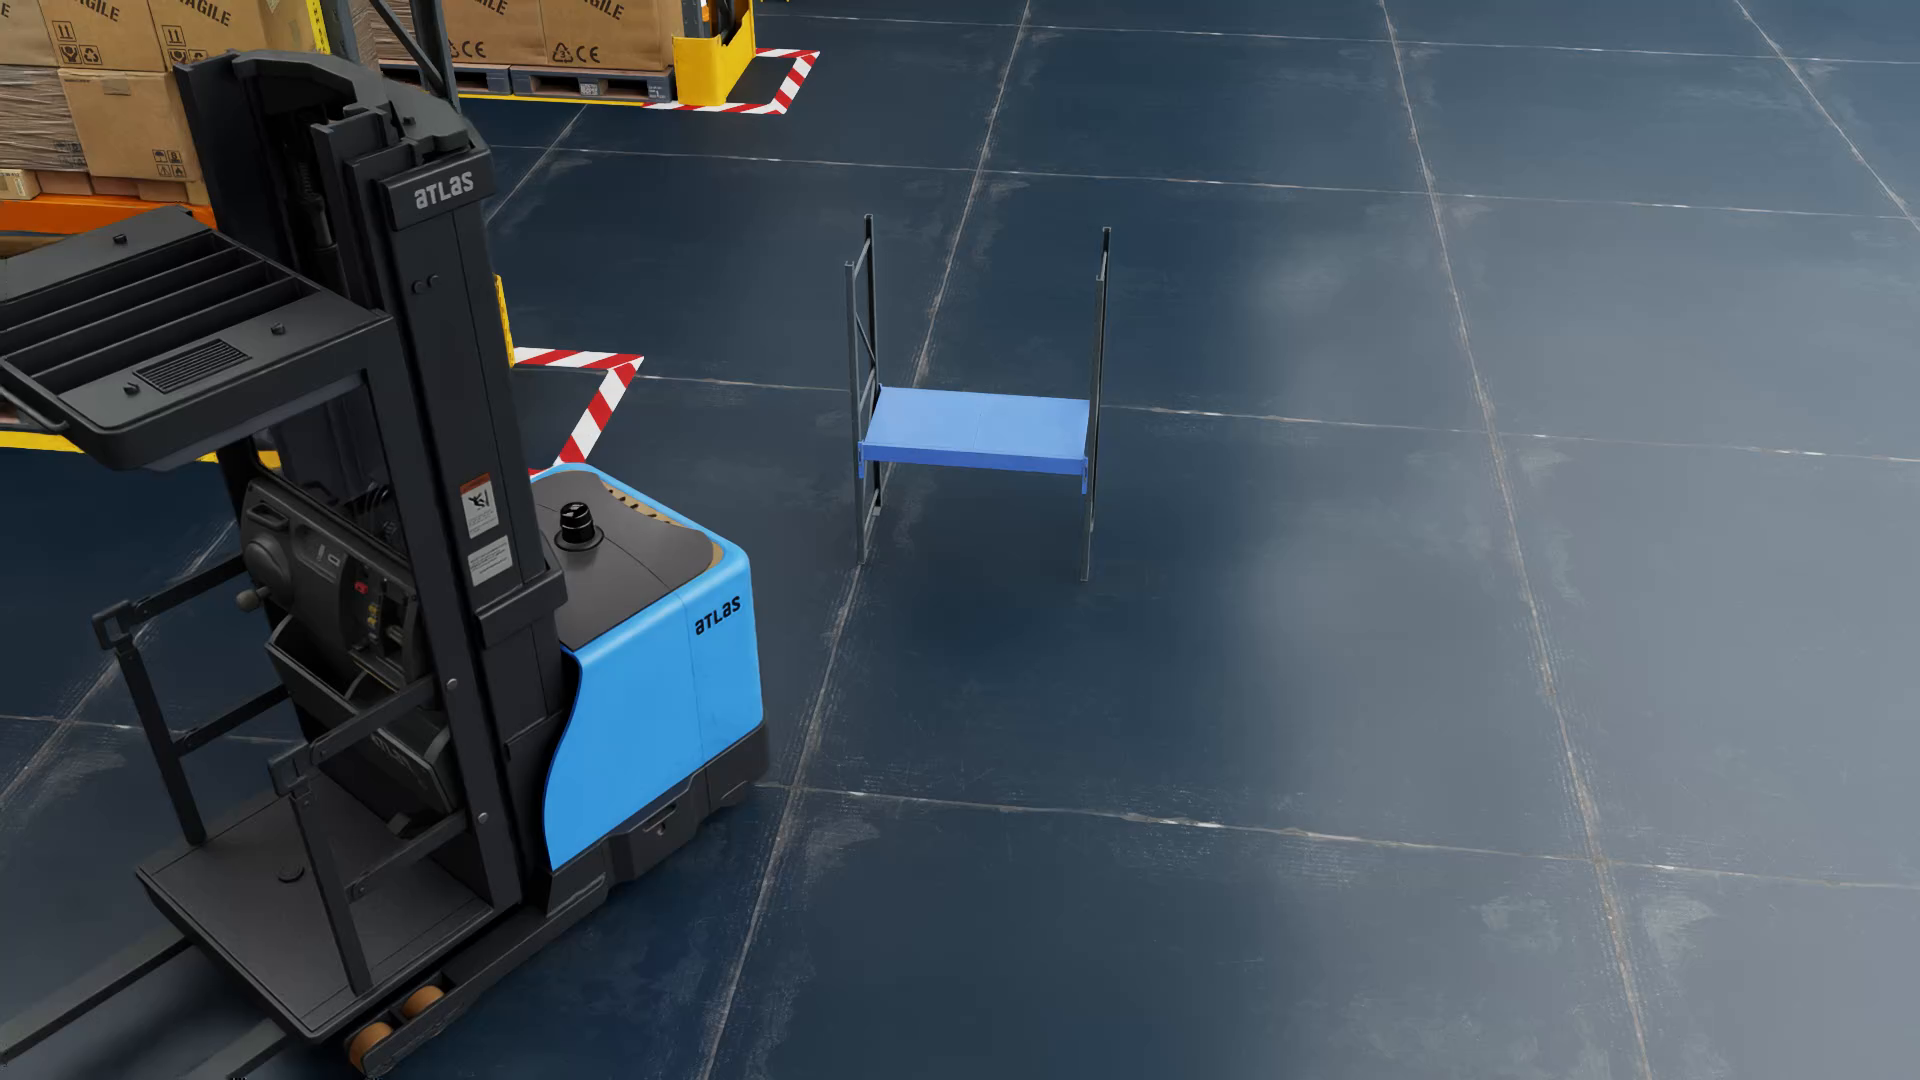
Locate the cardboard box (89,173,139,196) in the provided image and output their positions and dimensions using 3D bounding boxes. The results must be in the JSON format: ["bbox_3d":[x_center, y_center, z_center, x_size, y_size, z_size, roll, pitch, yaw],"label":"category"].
[{"bbox_3d":[-3.900,-1.777,7.873,0.250,0.149,0.380,4,36,6],"label":"cardboard box"}]

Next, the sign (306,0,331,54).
[{"bbox_3d":[-2.691,-2.181,6.955,0.005,0.325,0.100,4,36,6],"label":"sign"}]

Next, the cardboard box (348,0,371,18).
[{"bbox_3d":[-3.111,-2.666,7.700,0.500,0.500,0.500,4,36,6],"label":"cardboard box"}]

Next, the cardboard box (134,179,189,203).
[{"bbox_3d":[-3.658,-1.734,7.814,0.250,0.149,0.380,4,36,6],"label":"cardboard box"}]

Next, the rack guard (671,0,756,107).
[{"bbox_3d":[-1.844,-3.730,12.547,0.348,0.500,1.175,4,36,6],"label":"rack guard"}]

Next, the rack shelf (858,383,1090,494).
[{"bbox_3d":[0.085,-0.458,7.410,1.000,0.185,0.538,4,36,6],"label":"rack shelf"}]

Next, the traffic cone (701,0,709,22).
[{"bbox_3d":[-2.214,-4.575,13.761,0.334,0.463,0.336,4,36,6],"label":"traffic cone"}]

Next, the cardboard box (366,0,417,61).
[{"bbox_3d":[-4.326,-4.200,12.521,0.875,0.875,0.875,5,36,6],"label":"cardboard box"}]

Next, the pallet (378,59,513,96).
[{"bbox_3d":[-3.878,-3.720,12.781,1.213,0.211,1.003,4,36,6],"label":"pallet"}]

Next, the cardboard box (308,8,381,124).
[{"bbox_3d":[-3.142,-2.118,7.793,0.500,0.500,0.875,4,36,6],"label":"cardboard box"}]

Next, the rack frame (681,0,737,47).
[{"bbox_3d":[-1.868,-4.750,11.823,0.127,3.000,1.000,4,36,6],"label":"rack frame"}]

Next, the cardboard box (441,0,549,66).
[{"bbox_3d":[-3.422,-4.132,12.425,0.875,0.875,0.875,4,36,5],"label":"cardboard box"}]

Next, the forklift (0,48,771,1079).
[{"bbox_3d":[-2.065,0.193,4.956,1.130,2.935,3.031,26,43,32],"label":"forklift"}]

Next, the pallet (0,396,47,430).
[{"bbox_3d":[-4.684,-0.942,8.888,1.213,0.211,1.003,4,36,6],"label":"pallet"}]

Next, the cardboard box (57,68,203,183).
[{"bbox_3d":[-3.654,-2.085,7.748,0.500,0.500,0.875,4,36,6],"label":"cardboard box"}]

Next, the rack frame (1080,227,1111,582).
[{"bbox_3d":[0.589,-0.567,7.253,0.032,1.500,0.500,4,36,6],"label":"rack frame"}]

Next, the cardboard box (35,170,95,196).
[{"bbox_3d":[-4.151,-1.782,7.881,0.250,0.149,0.380,4,36,6],"label":"cardboard box"}]

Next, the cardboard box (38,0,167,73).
[{"bbox_3d":[-3.674,-2.400,7.328,0.500,0.500,0.500,4,36,6],"label":"cardboard box"}]

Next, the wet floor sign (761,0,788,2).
[{"bbox_3d":[-1.587,-4.930,14.102,0.232,0.644,0.267,-2,36,-2],"label":"wet floor sign"}]

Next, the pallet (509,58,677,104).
[{"bbox_3d":[-2.671,-3.629,12.653,1.213,0.211,1.003,4,36,6],"label":"pallet"}]

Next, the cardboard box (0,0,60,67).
[{"bbox_3d":[-4.170,-2.438,7.382,0.500,0.500,0.500,4,36,6],"label":"cardboard box"}]

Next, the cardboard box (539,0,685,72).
[{"bbox_3d":[-2.549,-4.068,12.335,0.875,0.875,0.875,4,36,6],"label":"cardboard box"}]

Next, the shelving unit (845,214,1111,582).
[{"bbox_3d":[0.085,-0.604,7.305,1.048,1.500,0.538,4,36,6],"label":"shelving unit"}]

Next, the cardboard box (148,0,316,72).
[{"bbox_3d":[-3.177,-2.366,7.281,0.500,0.500,0.500,4,36,6],"label":"cardboard box"}]

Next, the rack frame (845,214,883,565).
[{"bbox_3d":[-0.420,-0.642,7.358,0.032,1.500,0.500,4,36,6],"label":"rack frame"}]

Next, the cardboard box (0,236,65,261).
[{"bbox_3d":[-4.981,-1.257,8.720,0.500,0.500,0.500,1,36,2],"label":"cardboard box"}]

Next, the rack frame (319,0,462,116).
[{"bbox_3d":[-2.600,-1.899,7.829,0.127,3.000,1.000,4,36,6],"label":"rack frame"}]

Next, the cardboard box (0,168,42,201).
[{"bbox_3d":[-4.410,-1.750,7.836,0.250,0.149,0.380,4,36,6],"label":"cardboard box"}]

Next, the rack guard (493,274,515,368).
[{"bbox_3d":[-2.676,-0.887,8.563,0.348,0.500,1.175,4,36,6],"label":"rack guard"}]

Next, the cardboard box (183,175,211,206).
[{"bbox_3d":[-3.412,-1.707,7.776,0.250,0.149,0.380,4,36,6],"label":"cardboard box"}]

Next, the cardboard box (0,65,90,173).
[{"bbox_3d":[-4.144,-2.147,7.834,0.500,0.500,0.875,4,36,6],"label":"cardboard box"}]

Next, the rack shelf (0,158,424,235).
[{"bbox_3d":[-4.584,-1.754,8.245,4.000,0.370,1.077,4,36,6],"label":"rack shelf"}]

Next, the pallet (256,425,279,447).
[{"bbox_3d":[-3.477,-0.850,8.760,1.213,0.211,1.003,4,36,6],"label":"pallet"}]
